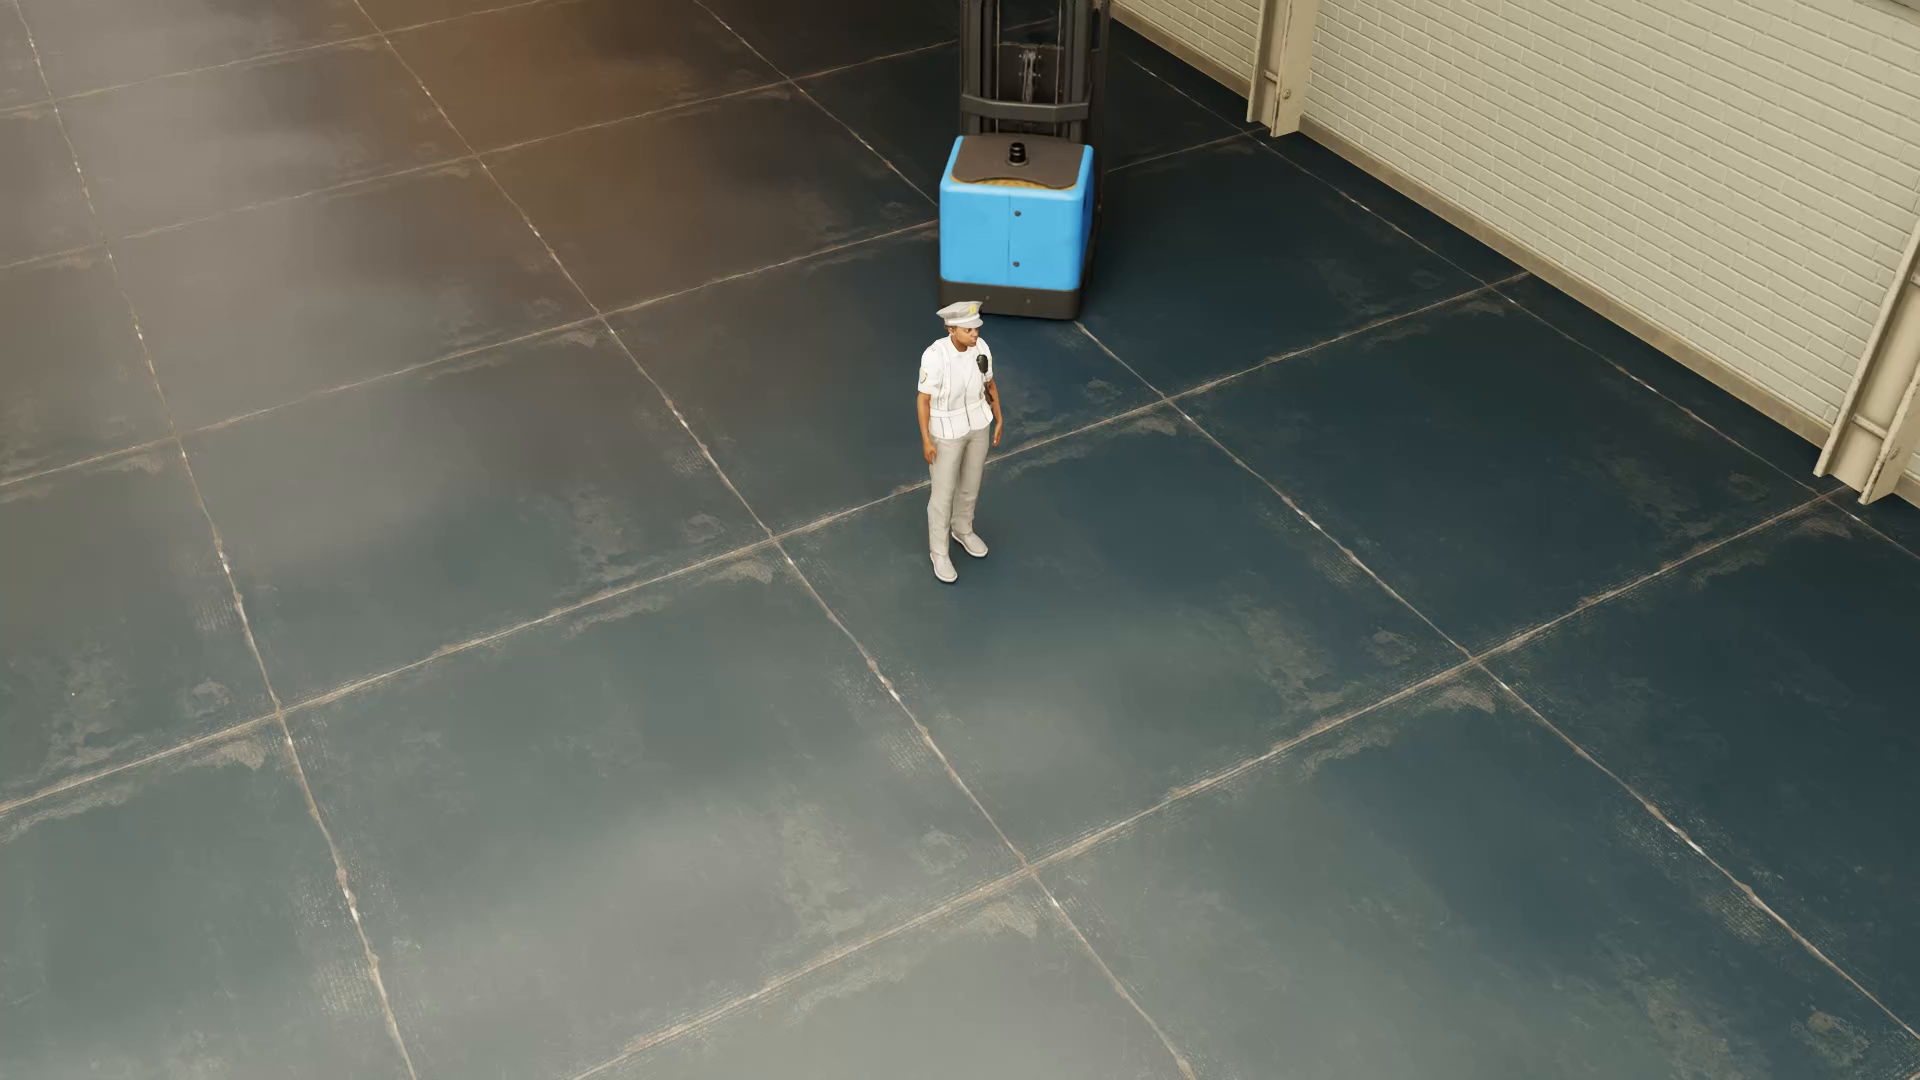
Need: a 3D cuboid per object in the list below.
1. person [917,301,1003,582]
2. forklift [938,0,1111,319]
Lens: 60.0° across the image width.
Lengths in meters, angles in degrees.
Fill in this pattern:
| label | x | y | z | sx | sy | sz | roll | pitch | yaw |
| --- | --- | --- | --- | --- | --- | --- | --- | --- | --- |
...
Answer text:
| label | x | y | z | sx | sy | sz | roll | pitch | yaw |
| --- | --- | --- | --- | --- | --- | --- | --- | --- | --- |
| person | 0.021 | -0.609 | 9.729 | 0.569 | 1.693 | 0.528 | -20 | 44 | -23 |
| forklift | 0.581 | -3.682 | 12.476 | 1.130 | 2.935 | 3.031 | 6 | 40 | 7 |
